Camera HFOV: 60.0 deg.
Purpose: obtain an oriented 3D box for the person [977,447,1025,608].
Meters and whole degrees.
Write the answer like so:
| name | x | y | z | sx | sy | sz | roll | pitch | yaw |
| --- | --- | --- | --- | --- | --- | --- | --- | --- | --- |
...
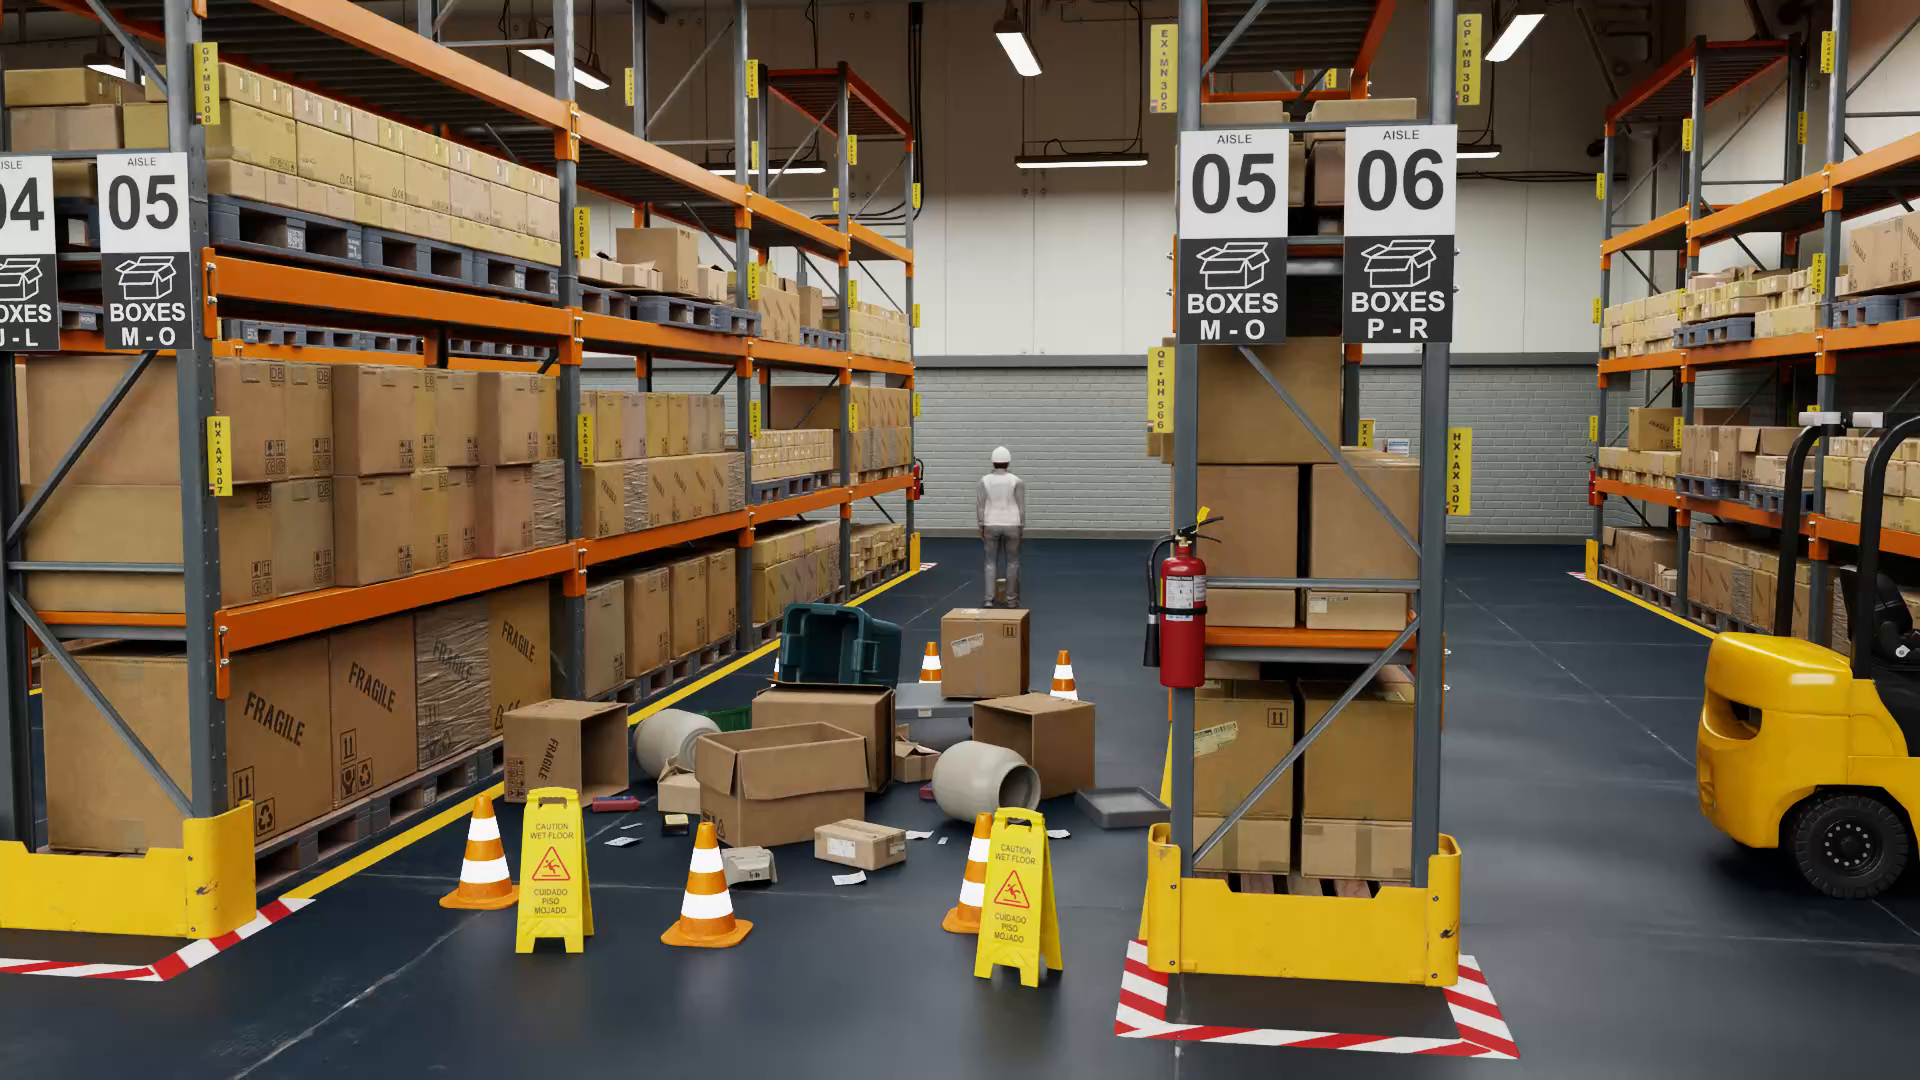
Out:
| name | x | y | z | sx | sy | sz | roll | pitch | yaw |
| --- | --- | --- | --- | --- | --- | --- | --- | --- | --- |
| person | 0.453 | -0.111 | 18.314 | 0.533 | 1.829 | 0.368 | 1 | 4 | 10 |
